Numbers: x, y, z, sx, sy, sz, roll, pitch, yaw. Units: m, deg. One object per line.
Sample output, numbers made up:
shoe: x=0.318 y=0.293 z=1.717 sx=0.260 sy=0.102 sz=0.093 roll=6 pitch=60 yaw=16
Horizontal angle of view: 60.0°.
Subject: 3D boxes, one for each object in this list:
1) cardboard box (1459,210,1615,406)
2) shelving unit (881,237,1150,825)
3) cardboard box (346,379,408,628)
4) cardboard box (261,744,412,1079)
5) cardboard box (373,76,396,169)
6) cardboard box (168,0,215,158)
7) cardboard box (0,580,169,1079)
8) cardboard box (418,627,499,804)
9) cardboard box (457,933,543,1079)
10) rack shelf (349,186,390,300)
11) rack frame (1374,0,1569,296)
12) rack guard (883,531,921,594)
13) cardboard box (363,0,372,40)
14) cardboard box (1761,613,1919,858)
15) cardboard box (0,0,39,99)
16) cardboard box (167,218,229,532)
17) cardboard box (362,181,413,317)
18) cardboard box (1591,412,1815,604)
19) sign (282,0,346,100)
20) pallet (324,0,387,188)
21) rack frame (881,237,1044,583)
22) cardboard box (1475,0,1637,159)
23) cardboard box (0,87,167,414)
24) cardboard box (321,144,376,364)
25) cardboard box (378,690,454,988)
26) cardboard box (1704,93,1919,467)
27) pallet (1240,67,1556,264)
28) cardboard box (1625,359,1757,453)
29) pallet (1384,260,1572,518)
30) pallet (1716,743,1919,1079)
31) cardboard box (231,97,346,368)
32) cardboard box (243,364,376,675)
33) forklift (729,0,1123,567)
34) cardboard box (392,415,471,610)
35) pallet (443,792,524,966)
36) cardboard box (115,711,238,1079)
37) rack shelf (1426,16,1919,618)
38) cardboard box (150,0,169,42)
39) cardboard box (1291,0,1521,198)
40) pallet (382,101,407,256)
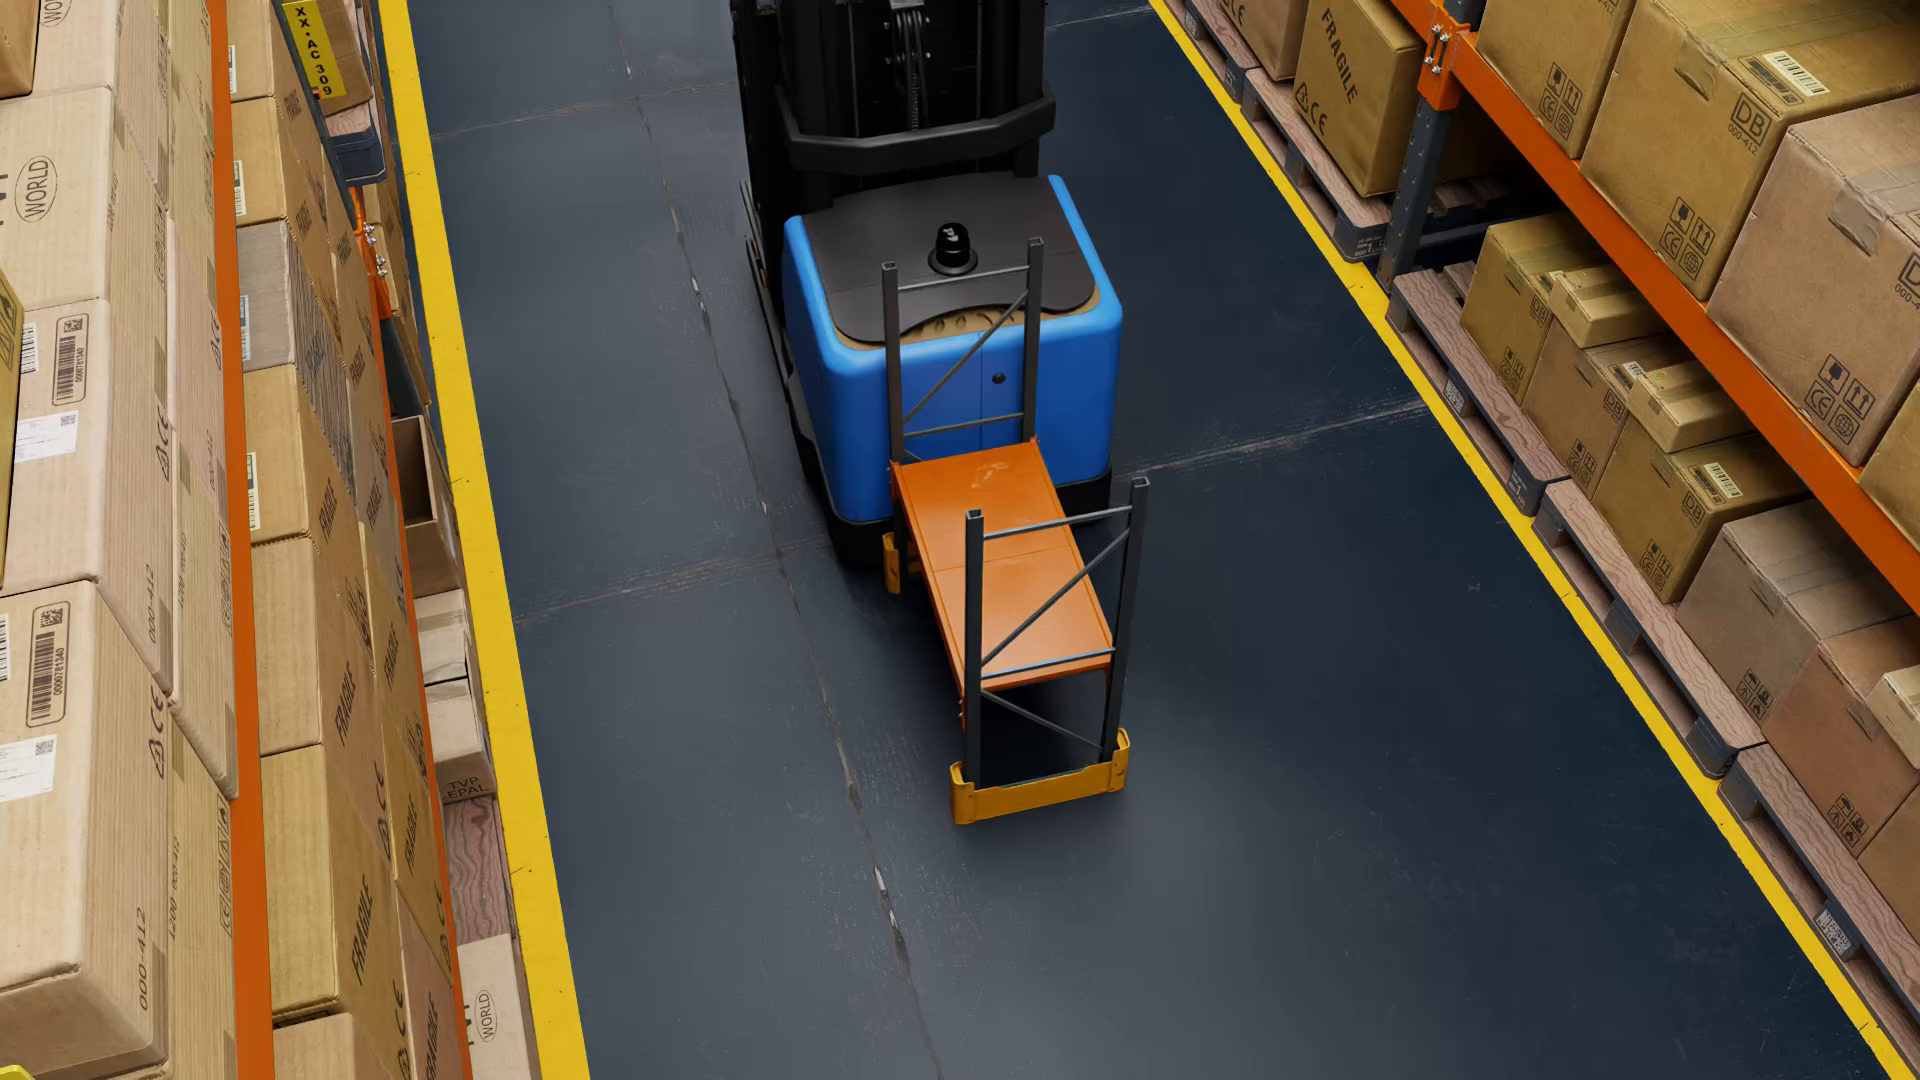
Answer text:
cardboard box: x=2.416 y=-0.932 z=6.434 sx=0.700 sy=0.500 sz=0.500 roll=-13 pitch=51 yaw=-11
shelving unit: x=0.137 y=0.001 z=5.268 sx=0.587 sy=1.500 sz=1.083 roll=-11 pitch=51 yaw=-9
cardboard box: x=-1.738 y=-0.023 z=4.242 sx=0.500 sy=0.500 sz=0.500 roll=-12 pitch=51 yaw=-10
cardboard box: x=-1.297 y=0.755 z=2.933 sx=0.500 sy=0.500 sz=0.500 roll=-13 pitch=51 yaw=-11
cardboard box: x=-2.807 y=-1.916 z=7.251 sx=0.500 sy=0.500 sz=0.500 roll=-15 pitch=52 yaw=-12
cardboard box: x=-1.747 y=-0.941 z=3.218 sx=0.500 sy=0.250 sz=0.500 roll=-13 pitch=51 yaw=-11
cardboard box: x=-1.159 y=0.359 z=1.794 sx=0.500 sy=0.250 sz=0.500 roll=-13 pitch=51 yaw=-11
cardboard box: x=-1.777 y=0.576 z=5.273 sx=0.500 sy=0.311 sz=0.500 roll=-13 pitch=51 yaw=-11
cardboard box: x=-1.441 y=1.426 z=4.597 sx=0.500 sy=0.250 sz=0.500 roll=-13 pitch=51 yaw=-11
rack shelf: x=-3.030 y=-2.277 z=6.679 sx=1.077 sy=0.370 sz=4.000 roll=-13 pitch=51 yaw=-11
rack frame: x=2.292 y=-2.171 z=6.119 sx=1.000 sy=3.000 sz=0.127 roll=-13 pitch=51 yaw=-11
rack guard: x=0.014 y=0.035 z=6.057 sx=0.587 sy=0.250 sz=0.087 roll=-11 pitch=51 yaw=-9
cardboard box: x=-3.121 y=-2.676 z=7.891 sx=0.500 sy=0.500 sz=0.500 roll=-12 pitch=51 yaw=-10
cardboard box: x=3.025 y=0.566 z=5.171 sx=0.700 sy=0.500 sz=0.500 roll=-13 pitch=51 yaw=-11
cardboard box: x=-1.799 y=-0.932 z=2.392 sx=0.700 sy=0.500 sz=0.500 roll=-13 pitch=51 yaw=-11
cardboard box: x=-1.450 y=-0.211 z=2.602 sx=0.500 sy=0.250 sz=0.500 roll=-13 pitch=51 yaw=-11
cardboard box: x=-2.517 y=-1.180 z=6.630 sx=0.500 sy=0.500 sz=0.500 roll=-13 pitch=51 yaw=-10
cardboard box: x=2.711 y=-0.189 z=5.807 sx=0.700 sy=0.500 sz=0.500 roll=-12 pitch=51 yaw=-10
sign: x=-1.923 y=-1.456 z=4.949 sx=0.100 sy=0.325 sz=0.005 roll=-13 pitch=51 yaw=-11
pallet: x=-2.571 y=-1.595 z=5.758 sx=1.003 sy=0.211 sz=1.213 roll=-13 pitch=51 yaw=-11
rack frame: x=0.009 y=-0.382 z=5.591 sx=0.500 sy=1.500 sz=0.032 roll=-11 pitch=51 yaw=-9
cardboard box: x=2.437 y=-1.868 z=5.667 sx=0.980 sy=0.700 sz=0.700 roll=-13 pitch=51 yaw=-10
cardboard box: x=-1.454 y=-0.371 z=2.410 sx=0.500 sy=0.250 sz=0.500 roll=-13 pitch=51 yaw=-11
cardboard box: x=-2.046 y=-0.774 z=4.875 sx=0.500 sy=0.500 sz=0.500 roll=-13 pitch=51 yaw=-10
cardboard box: x=-1.438 y=0.714 z=3.621 sx=0.500 sy=0.500 sz=0.500 roll=-13 pitch=51 yaw=-11
cardboard box: x=2.872 y=-0.805 z=4.770 sx=0.980 sy=0.700 sz=0.700 roll=-16 pitch=52 yaw=-13
pallet: x=1.992 y=-1.819 z=7.645 sx=1.003 sy=0.211 sz=1.213 roll=-13 pitch=51 yaw=-11
cardboard box: x=2.497 y=-0.468 z=5.619 sx=0.380 sy=0.149 sz=0.250 roll=-15 pitch=51 yaw=-12
pallet: x=2.443 y=-0.699 z=6.702 sx=1.003 sy=0.211 sz=1.213 roll=-13 pitch=51 yaw=-11
pallet: x=3.164 y=1.083 z=5.199 sx=1.003 sy=0.211 sz=1.213 roll=-13 pitch=51 yaw=-11
cardboard box: x=-1.888 y=-0.719 z=4.175 sx=0.500 sy=0.500 sz=0.500 roll=-14 pitch=51 yaw=-12
cardboard box: x=-1.591 y=0.017 z=3.554 sx=0.500 sy=0.500 sz=0.500 roll=-14 pitch=51 yaw=-11
forklift: x=-0.298 y=-2.003 z=6.021 sx=1.130 sy=2.935 sz=3.031 roll=-11 pitch=51 yaw=-9
cardboard box: x=-1.999 y=-0.033 z=5.663 sx=0.500 sy=0.500 sz=0.500 roll=-13 pitch=51 yaw=-11
pallet: x=-1.872 y=1.245 z=5.063 sx=1.003 sy=0.211 sz=1.213 roll=-13 pitch=51 yaw=-11
cardboard box: x=-1.165 y=0.522 z=1.984 sx=0.500 sy=0.250 sz=0.500 roll=-13 pitch=51 yaw=-11
rack shelf: x=2.884 y=-0.479 z=5.162 sx=1.077 sy=0.370 sz=4.000 roll=-13 pitch=51 yaw=-11
cardboard box: x=-1.745 y=-1.103 z=3.027 sx=0.500 sy=0.250 sz=0.500 roll=-13 pitch=51 yaw=-11
cardboard box: x=1.976 y=-2.059 z=7.155 sx=0.750 sy=0.750 sz=0.750 roll=-13 pitch=51 yaw=-11
pallet: x=-3.080 y=-1.628 z=7.484 sx=1.003 sy=0.211 sz=1.213 roll=-13 pitch=51 yaw=-11
